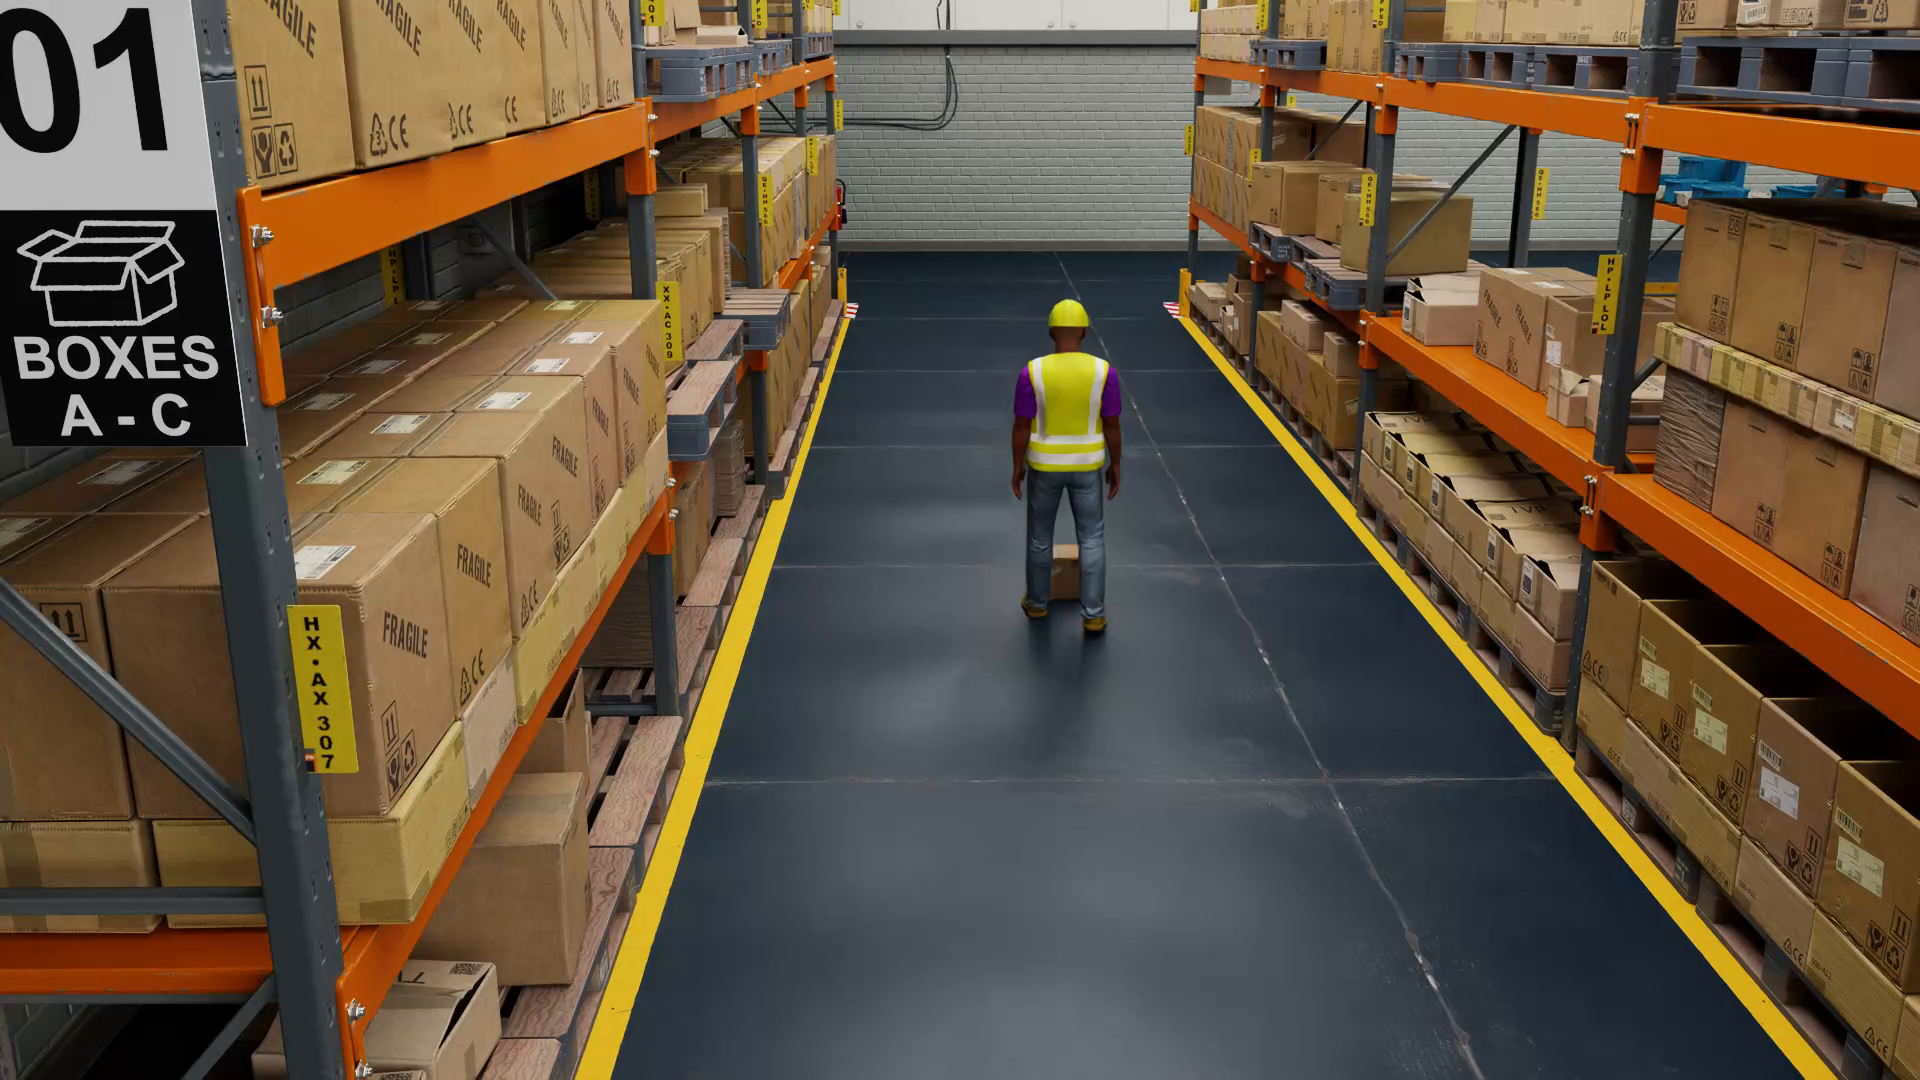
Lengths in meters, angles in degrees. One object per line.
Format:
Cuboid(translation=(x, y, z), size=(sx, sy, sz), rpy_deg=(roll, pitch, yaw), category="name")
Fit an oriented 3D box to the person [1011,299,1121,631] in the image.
Cuboid(translation=(0.557, -0.412, 8.841), size=(0.576, 1.768, 0.620), rpy_deg=(0, 17, -1), category="person")
